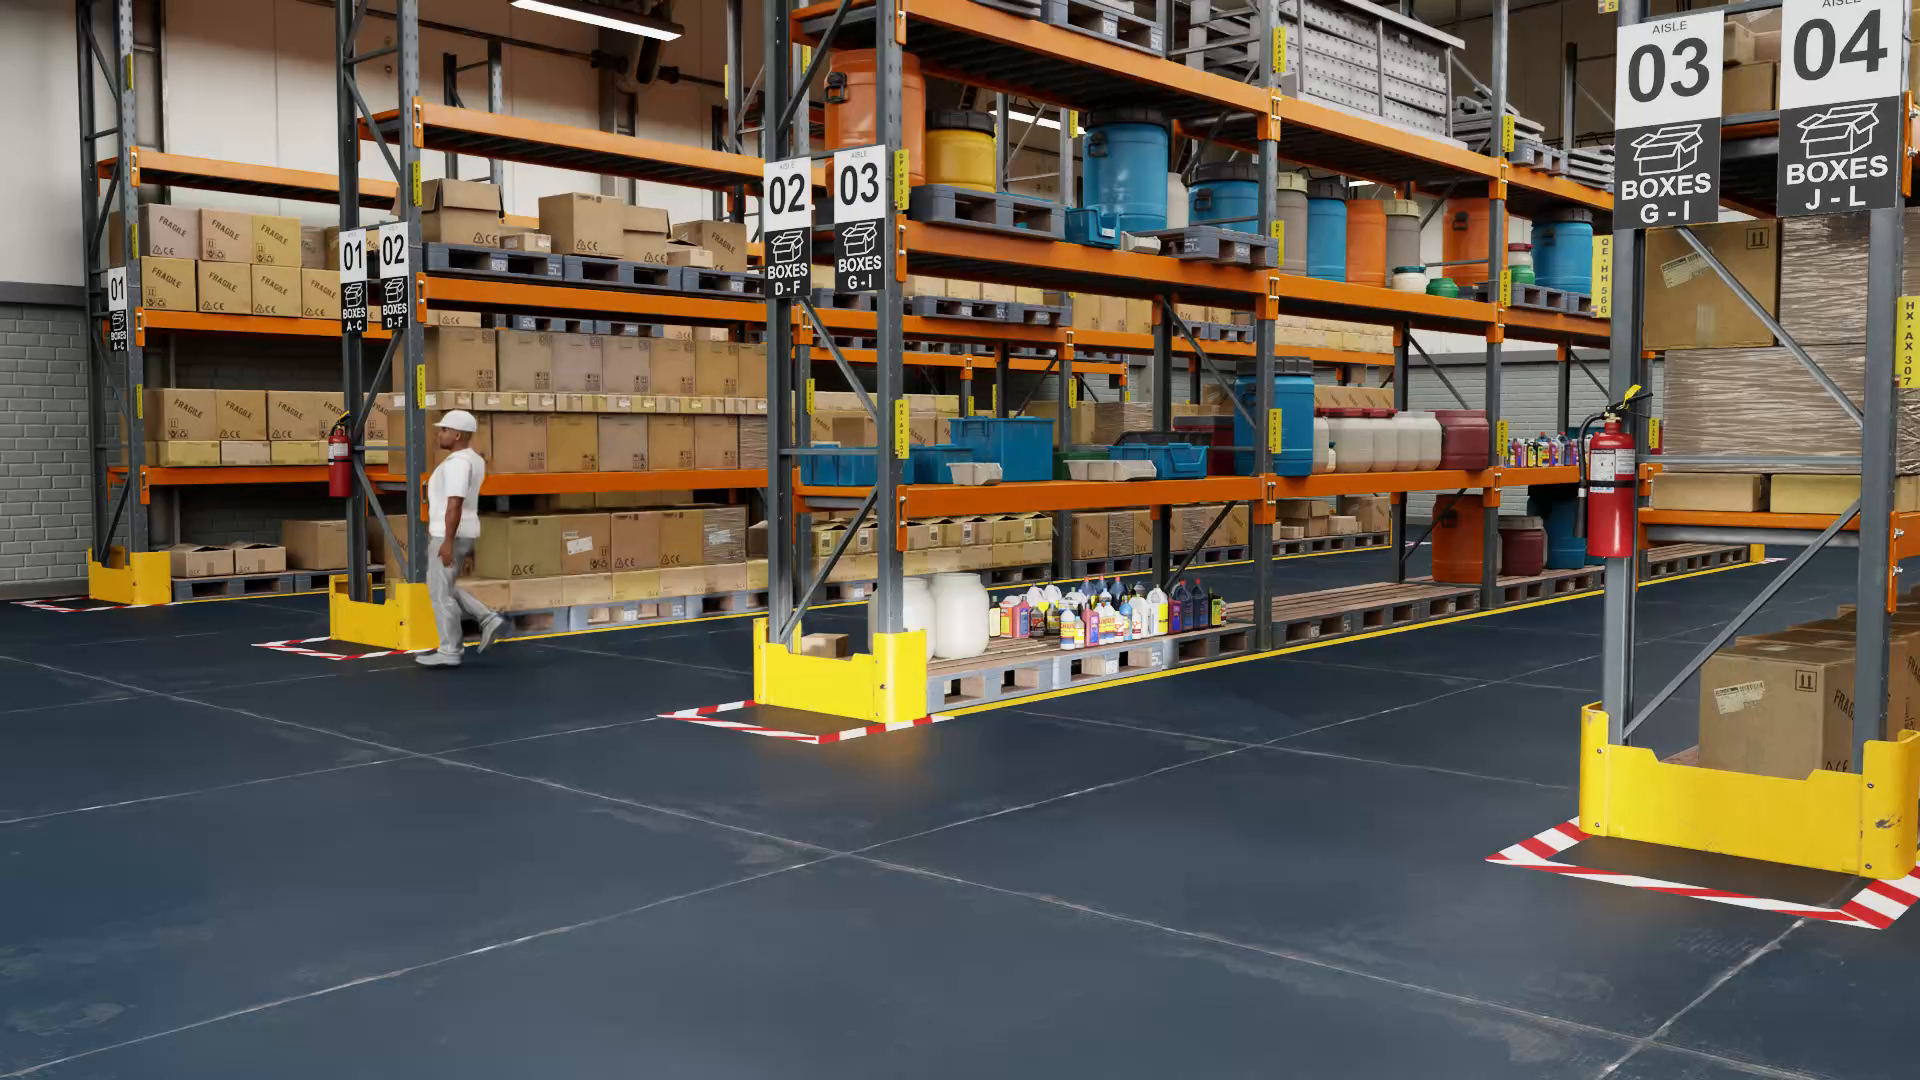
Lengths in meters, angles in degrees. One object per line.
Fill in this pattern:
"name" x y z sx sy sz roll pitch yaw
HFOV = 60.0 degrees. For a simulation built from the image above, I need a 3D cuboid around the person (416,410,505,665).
"person" -3.474 -0.019 11.515 0.575 1.754 0.582 0 4 -4
